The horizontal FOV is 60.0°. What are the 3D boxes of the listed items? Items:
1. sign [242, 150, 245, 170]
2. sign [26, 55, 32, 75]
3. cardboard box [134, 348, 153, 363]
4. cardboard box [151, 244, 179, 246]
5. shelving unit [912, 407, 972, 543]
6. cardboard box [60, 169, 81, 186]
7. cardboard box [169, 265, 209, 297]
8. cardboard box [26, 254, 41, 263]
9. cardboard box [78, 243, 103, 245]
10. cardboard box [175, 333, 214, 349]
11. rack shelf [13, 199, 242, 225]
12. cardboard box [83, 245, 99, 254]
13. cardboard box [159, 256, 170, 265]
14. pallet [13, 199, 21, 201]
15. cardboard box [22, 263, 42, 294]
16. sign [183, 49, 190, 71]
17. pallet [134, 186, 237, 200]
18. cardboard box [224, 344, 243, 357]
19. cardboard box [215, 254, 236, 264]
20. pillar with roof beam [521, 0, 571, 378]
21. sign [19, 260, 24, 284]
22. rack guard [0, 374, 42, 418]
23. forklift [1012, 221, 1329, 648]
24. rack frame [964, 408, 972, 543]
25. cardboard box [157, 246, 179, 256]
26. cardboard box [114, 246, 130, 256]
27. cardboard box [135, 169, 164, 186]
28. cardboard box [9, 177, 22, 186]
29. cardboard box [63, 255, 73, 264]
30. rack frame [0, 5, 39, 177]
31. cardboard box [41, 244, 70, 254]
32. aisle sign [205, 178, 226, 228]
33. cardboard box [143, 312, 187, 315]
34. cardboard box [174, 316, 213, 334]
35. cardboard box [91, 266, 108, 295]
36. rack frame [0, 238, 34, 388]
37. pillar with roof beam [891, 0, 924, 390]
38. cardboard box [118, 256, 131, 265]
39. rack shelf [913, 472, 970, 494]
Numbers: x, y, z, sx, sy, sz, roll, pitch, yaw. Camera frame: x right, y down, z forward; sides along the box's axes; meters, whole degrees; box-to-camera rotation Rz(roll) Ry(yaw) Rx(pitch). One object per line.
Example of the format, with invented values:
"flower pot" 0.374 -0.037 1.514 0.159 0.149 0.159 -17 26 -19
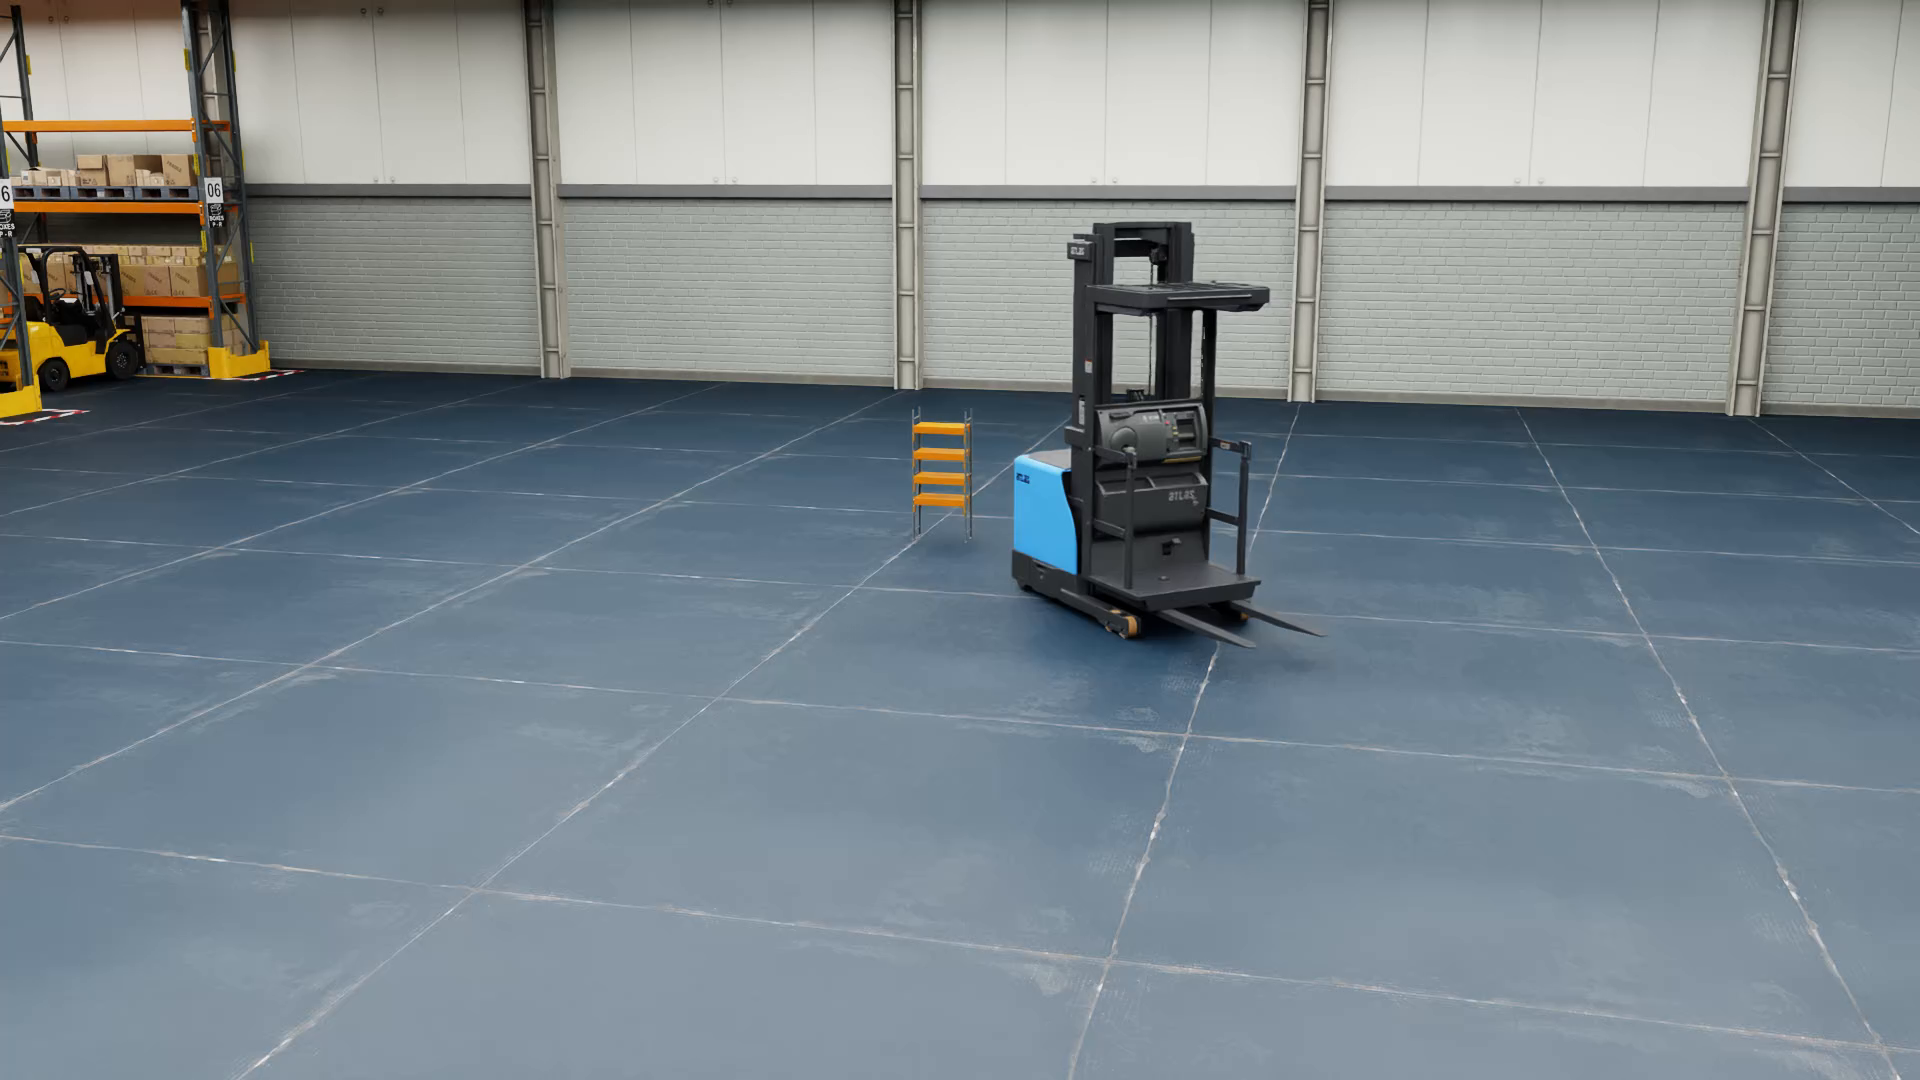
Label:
"sign" -11.849 -6.271 27.447 0.005 0.325 0.100 3 13 14
"sign" -15.714 -8.010 28.038 0.005 0.325 0.100 3 13 14
"cardboard box" -13.483 -3.101 27.664 0.500 0.250 0.500 3 13 14
"cardboard box" -13.267 -4.854 27.770 0.250 0.149 0.380 3 13 15
"shelving unit" -0.161 -0.594 15.143 0.503 1.200 0.258 3 13 14
"cardboard box" -14.503 -5.944 27.285 0.258 0.266 0.396 3 13 12
"cardboard box" -12.528 -4.244 27.206 0.500 0.500 0.500 3 13 12
"cardboard box" -15.373 -4.713 27.822 0.250 0.149 0.380 3 13 15
"cardboard box" -14.737 -4.958 28.238 0.250 0.149 0.380 3 13 12
"cardboard box" -12.535 -3.291 27.366 0.500 0.250 0.500 3 13 13
"rack shelf" -13.929 -5.442 27.571 4.000 0.370 1.077 3 13 14
"cardboard box" -14.363 -4.814 27.591 0.250 0.149 0.380 3 13 13
"cardboard box" -12.884 -4.583 27.235 0.250 0.149 0.380 3 13 15
"pallet" -16.730 -5.846 28.176 1.217 0.209 0.805 3 13 11
"cardboard box" -15.503 -4.403 27.924 0.500 0.500 0.500 3 13 12
"sign" -12.131 -7.535 26.080 0.005 0.325 0.100 3 13 14
"pallet" -12.668 -5.688 27.225 1.213 0.211 1.003 3 13 14
"cardboard box" -12.418 -3.154 27.903 0.500 0.250 0.500 3 13 14
"cardboard box" -12.255 -4.662 27.595 0.250 0.149 0.380 3 13 12
"pillar with roof beam" -7.654 -6.163 22.234 0.400 9.000 9.100 3 13 14
"sign" -13.043 -3.718 23.066 0.005 0.325 0.100 3 13 14
"rack guard" -13.247 -1.964 22.934 0.348 0.500 1.175 3 13 14
"forklift" 1.534 -0.827 12.196 1.130 2.935 3.031 -6 14 -26
"rack frame" 0.076 -0.582 15.085 0.015 1.200 0.240 3 13 14
"cardboard box" -12.893 -4.724 27.185 0.250 0.149 0.380 3 13 15
"cardboard box" -13.649 -4.755 27.325 0.250 0.149 0.380 3 13 15
"cardboard box" -13.111 -5.870 26.949 0.258 0.266 0.396 3 13 14
"cardboard box" -15.508 -5.941 27.539 0.250 0.149 0.380 3 13 15
"cardboard box" -14.637 -4.663 27.597 0.250 0.149 0.380 3 13 13
"rack frame" -15.871 -7.361 27.636 0.127 3.000 1.000 3 13 14
"cardboard box" -15.107 -4.858 27.790 0.250 0.149 0.380 3 13 12
"aisle sign" -11.994 -5.429 26.775 0.004 0.787 0.394 3 13 14
"cardboard box" -13.378 -3.694 28.027 0.500 0.250 0.500 3 13 13
"cardboard box" -12.509 -3.534 27.307 0.500 0.250 0.500 4 13 15
"cardboard box" -14.018 -4.323 27.563 0.500 0.500 0.500 3 13 14
"rack frame" -13.173 -3.181 22.645 0.127 3.000 1.000 3 13 14
"pillar with roof beam" -1.829 -5.851 20.831 0.400 9.000 9.100 3 13 14
"cardboard box" -13.643 -4.611 27.362 0.250 0.149 0.380 3 13 14
"rack shelf" -0.161 -0.529 15.157 0.480 0.148 0.258 3 13 14
